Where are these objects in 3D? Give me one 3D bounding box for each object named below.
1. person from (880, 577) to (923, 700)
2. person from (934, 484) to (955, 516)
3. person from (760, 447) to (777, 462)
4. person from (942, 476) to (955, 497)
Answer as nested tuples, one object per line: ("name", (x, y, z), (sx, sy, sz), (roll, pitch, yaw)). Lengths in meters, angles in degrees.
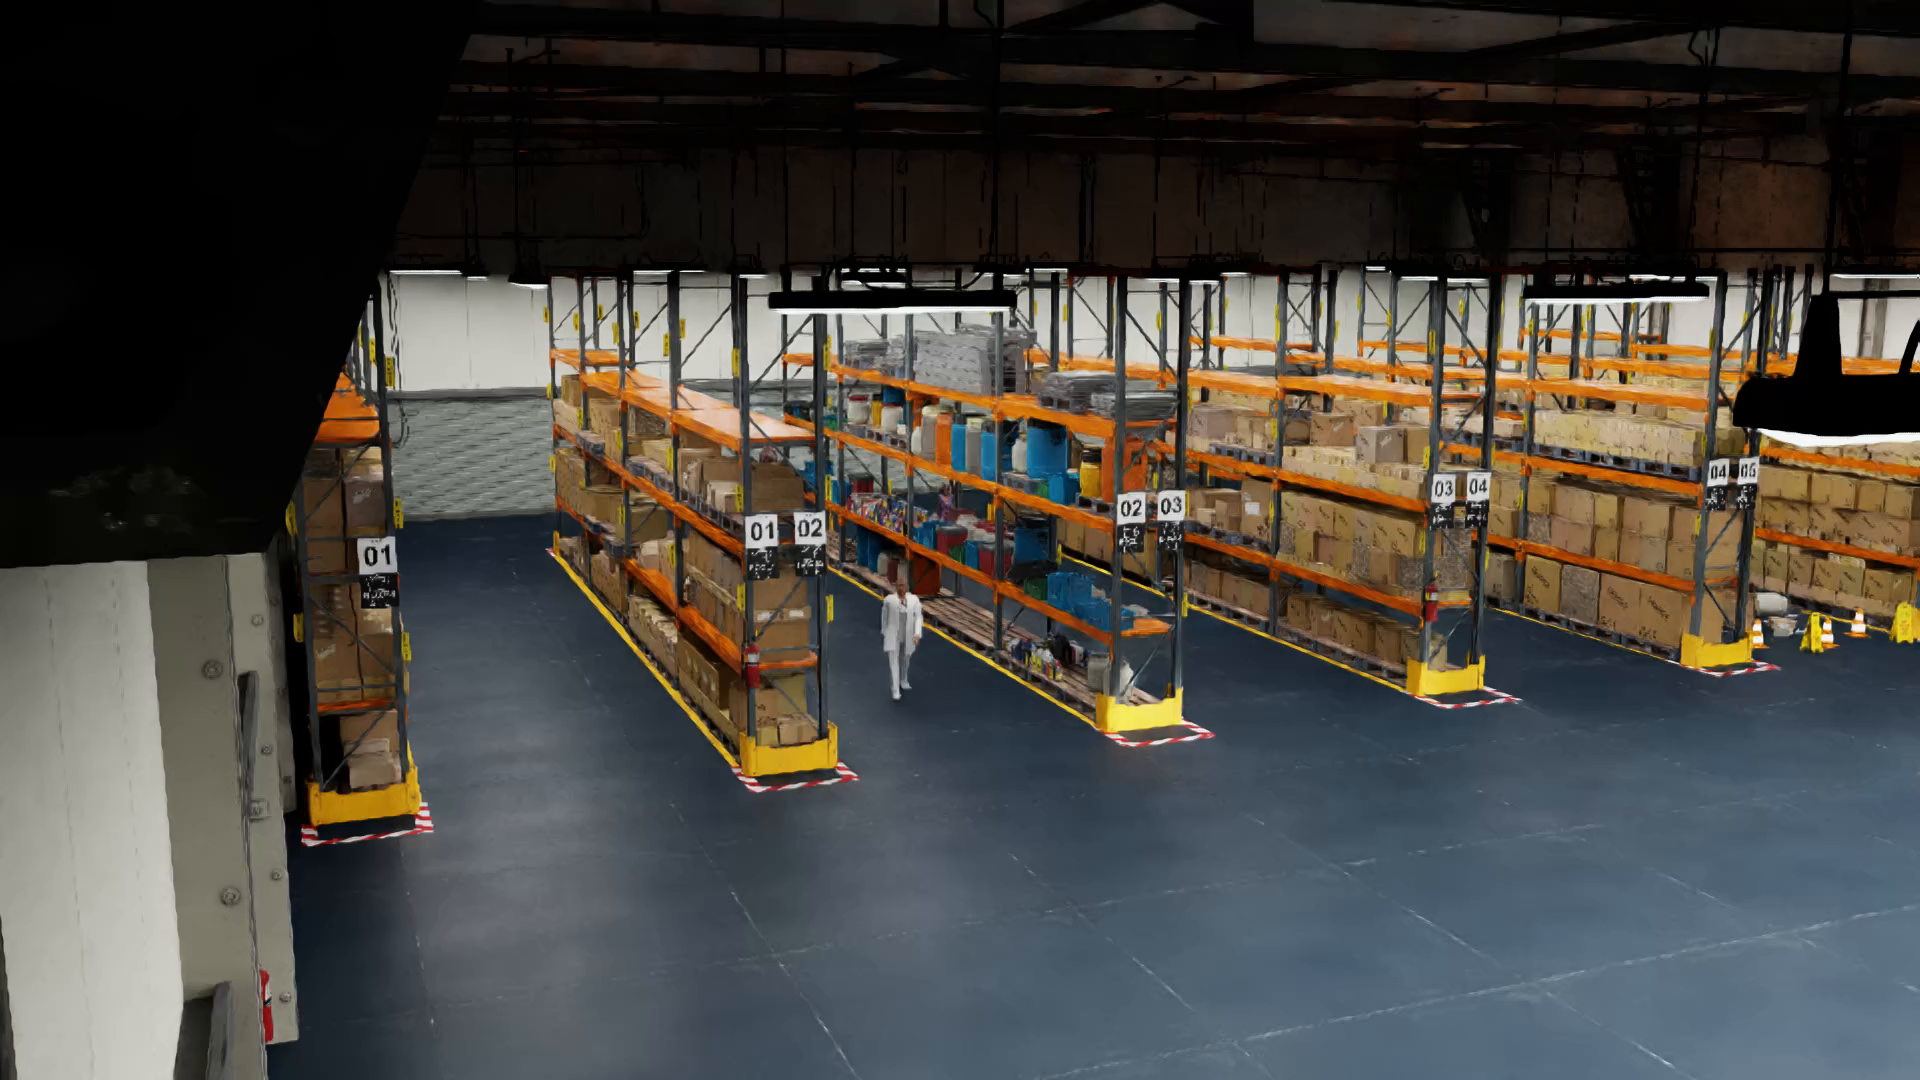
("person", (-0.822, 1.366, 23.749), (0.576, 1.712, 1.089), (-2, 10, -12))
("person", (-0.301, -0.420, 34.562), (0.432, 1.539, 0.948), (-4, 11, -22))
("person", (-4.797, -1.593, 40.654), (0.537, 1.769, 0.767), (5, 11, 29))
("person", (-0.222, -1.310, 38.942), (0.413, 1.768, 0.652), (-1, 10, -6))
